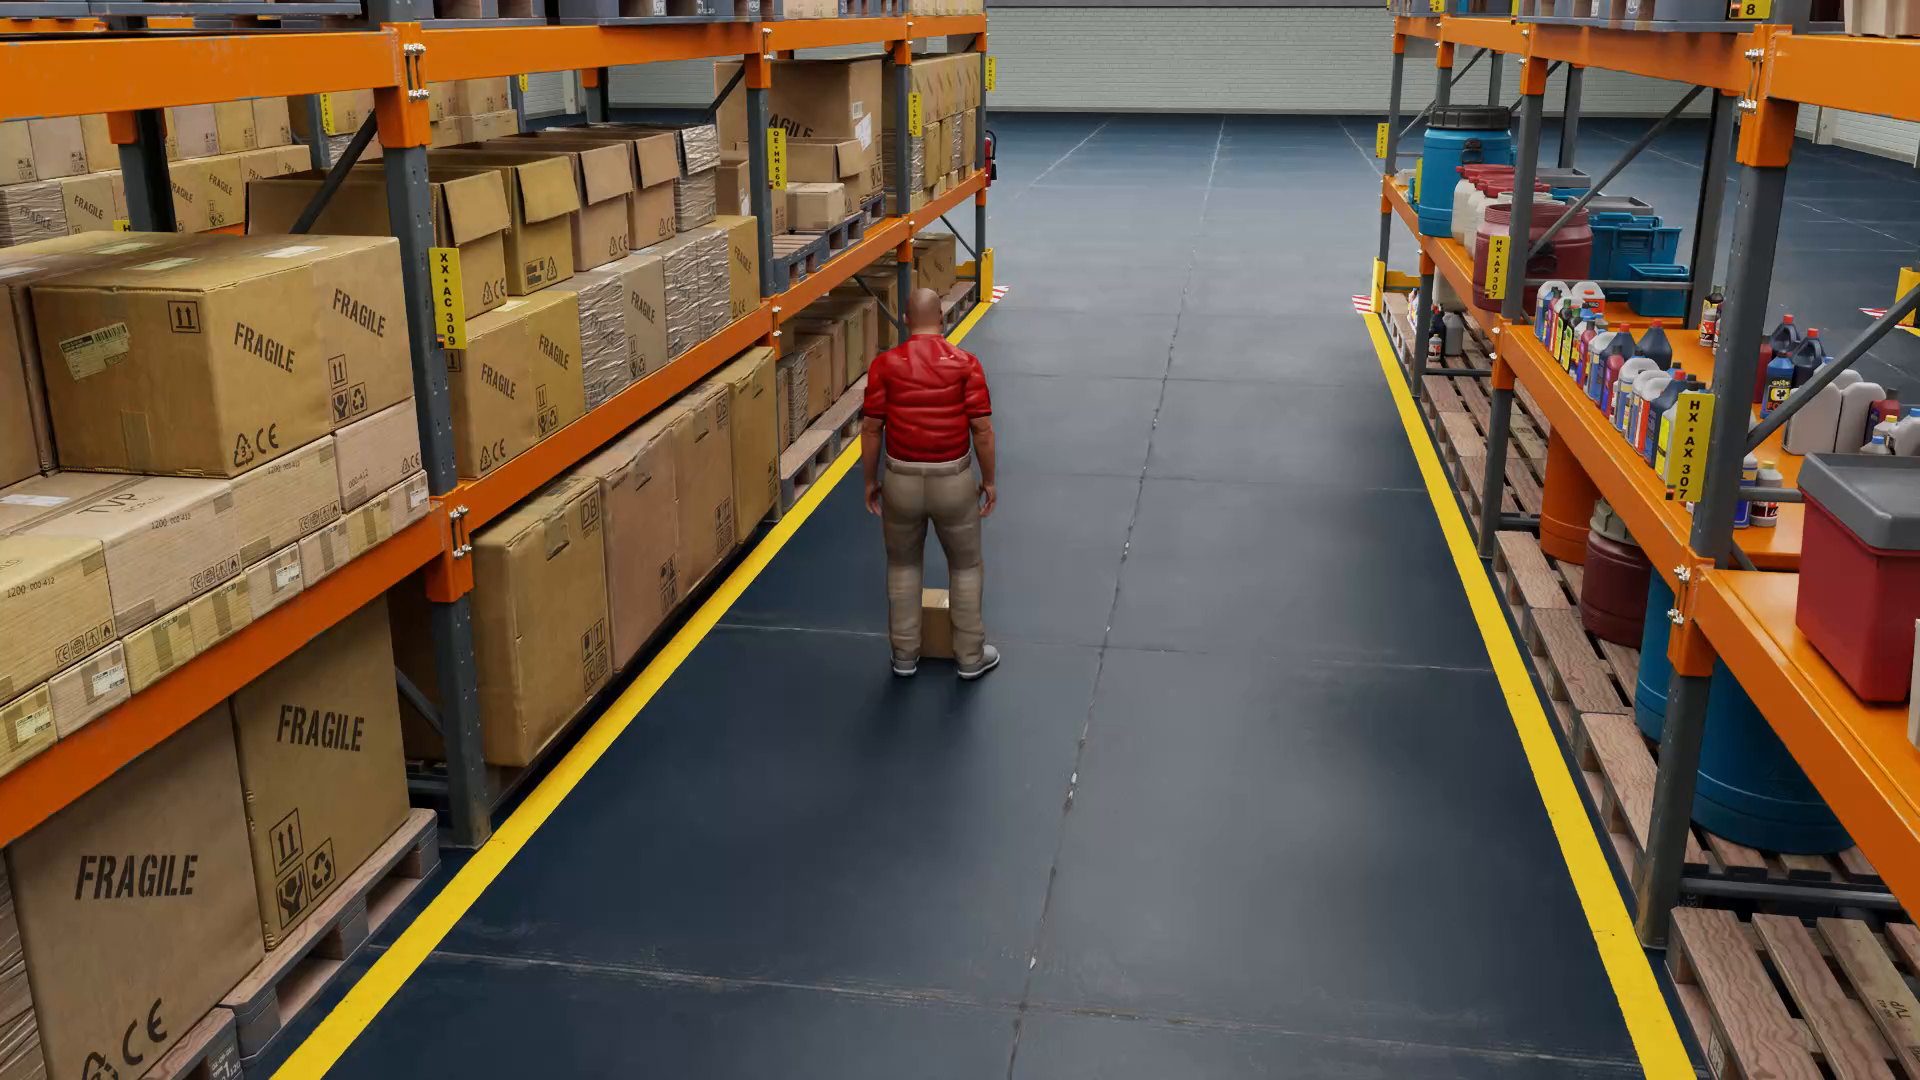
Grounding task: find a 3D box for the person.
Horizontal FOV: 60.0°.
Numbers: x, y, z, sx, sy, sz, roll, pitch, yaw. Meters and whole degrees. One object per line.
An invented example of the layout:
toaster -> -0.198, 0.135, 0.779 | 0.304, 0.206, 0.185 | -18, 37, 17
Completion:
person -> -0.129, -0.236, 7.313 | 0.602, 1.726, 0.393 | 2, 18, 5
